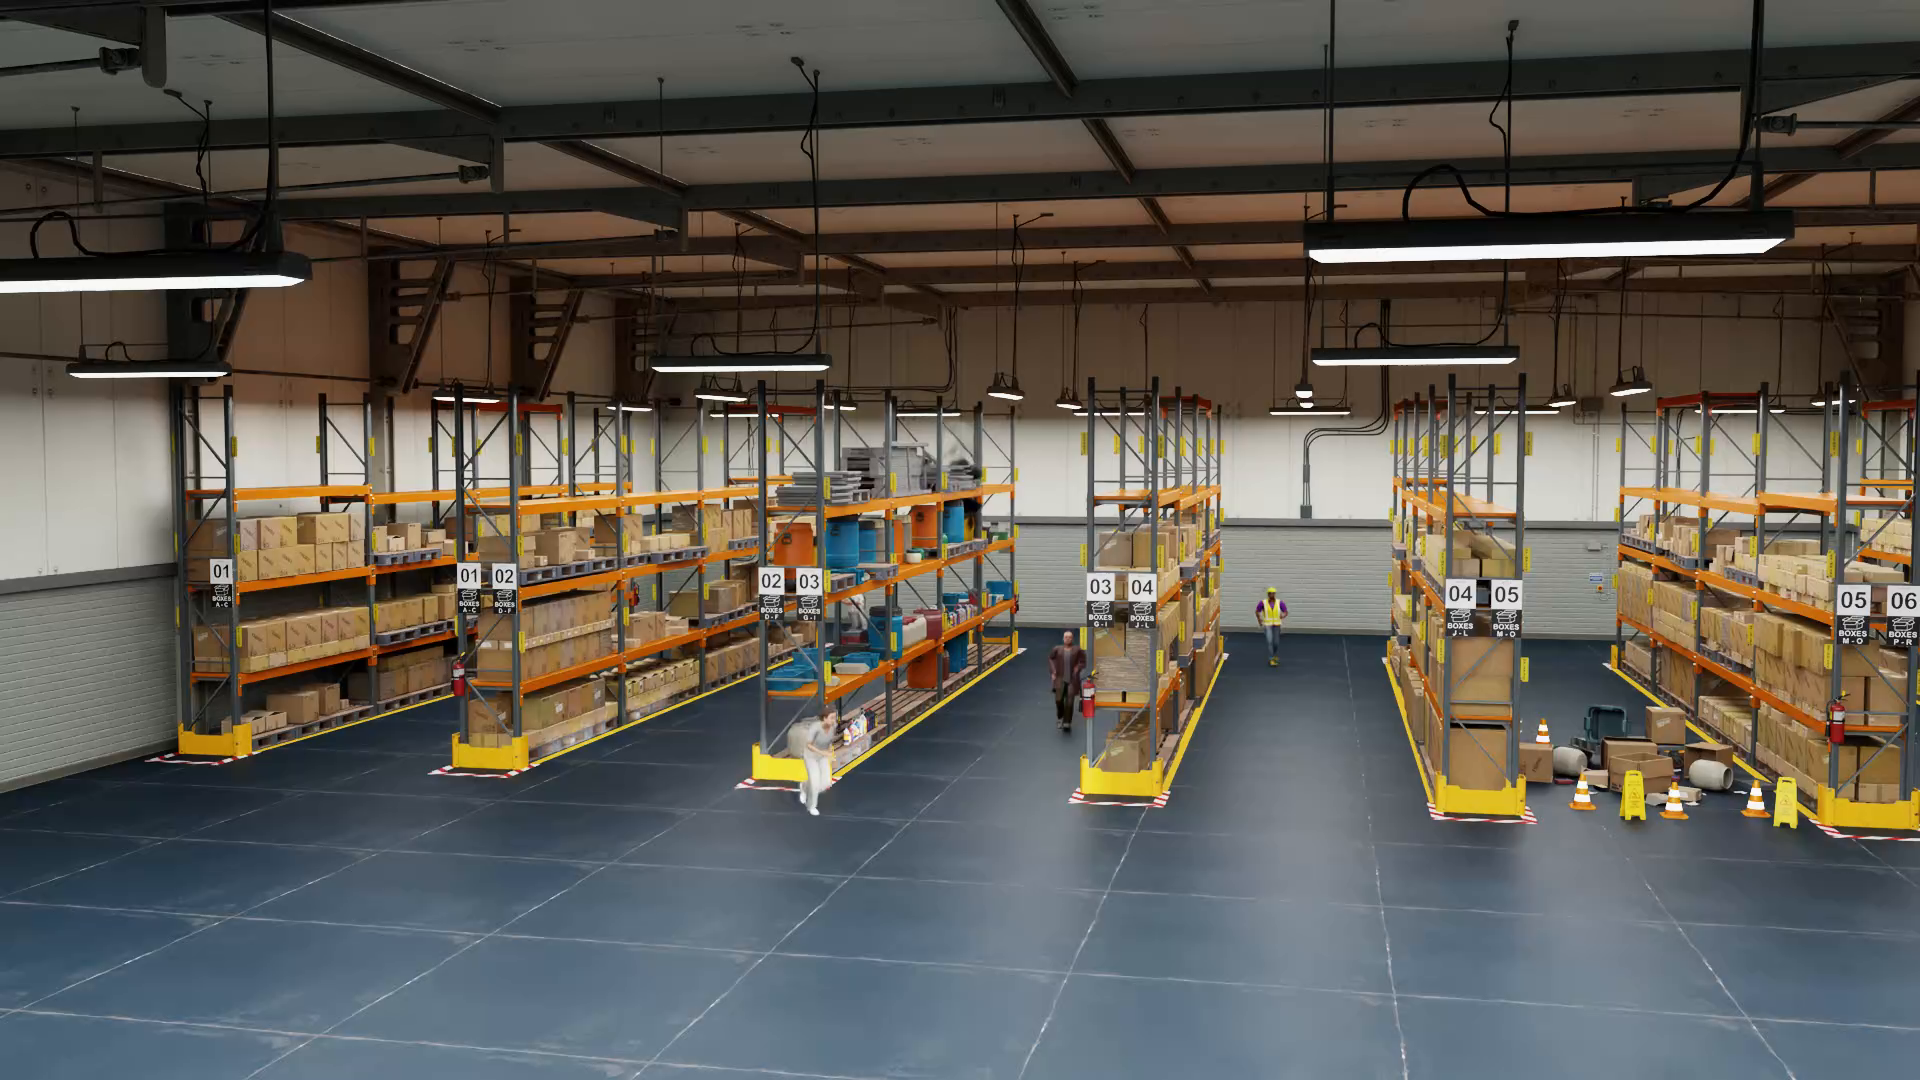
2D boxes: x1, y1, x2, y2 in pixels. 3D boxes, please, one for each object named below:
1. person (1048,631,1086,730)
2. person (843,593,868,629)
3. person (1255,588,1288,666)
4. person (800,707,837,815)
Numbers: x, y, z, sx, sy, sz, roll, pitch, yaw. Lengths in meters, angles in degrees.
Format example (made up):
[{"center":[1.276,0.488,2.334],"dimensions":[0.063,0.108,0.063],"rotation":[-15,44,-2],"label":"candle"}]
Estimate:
[{"center":[1.871,2.483,29.279],"dimensions":[0.680,1.746,0.691],"rotation":[0,3,5],"label":"person"},{"center":[-2.611,1.787,41.602],"dimensions":[0.673,1.780,0.908],"rotation":[-2,4,-32],"label":"person"},{"center":[7.187,1.977,38.214],"dimensions":[0.722,1.764,0.898],"rotation":[0,3,-1],"label":"person"},{"center":[-1.900,2.995,22.647],"dimensions":[0.574,1.518,0.796],"rotation":[-3,4,-42],"label":"person"}]
